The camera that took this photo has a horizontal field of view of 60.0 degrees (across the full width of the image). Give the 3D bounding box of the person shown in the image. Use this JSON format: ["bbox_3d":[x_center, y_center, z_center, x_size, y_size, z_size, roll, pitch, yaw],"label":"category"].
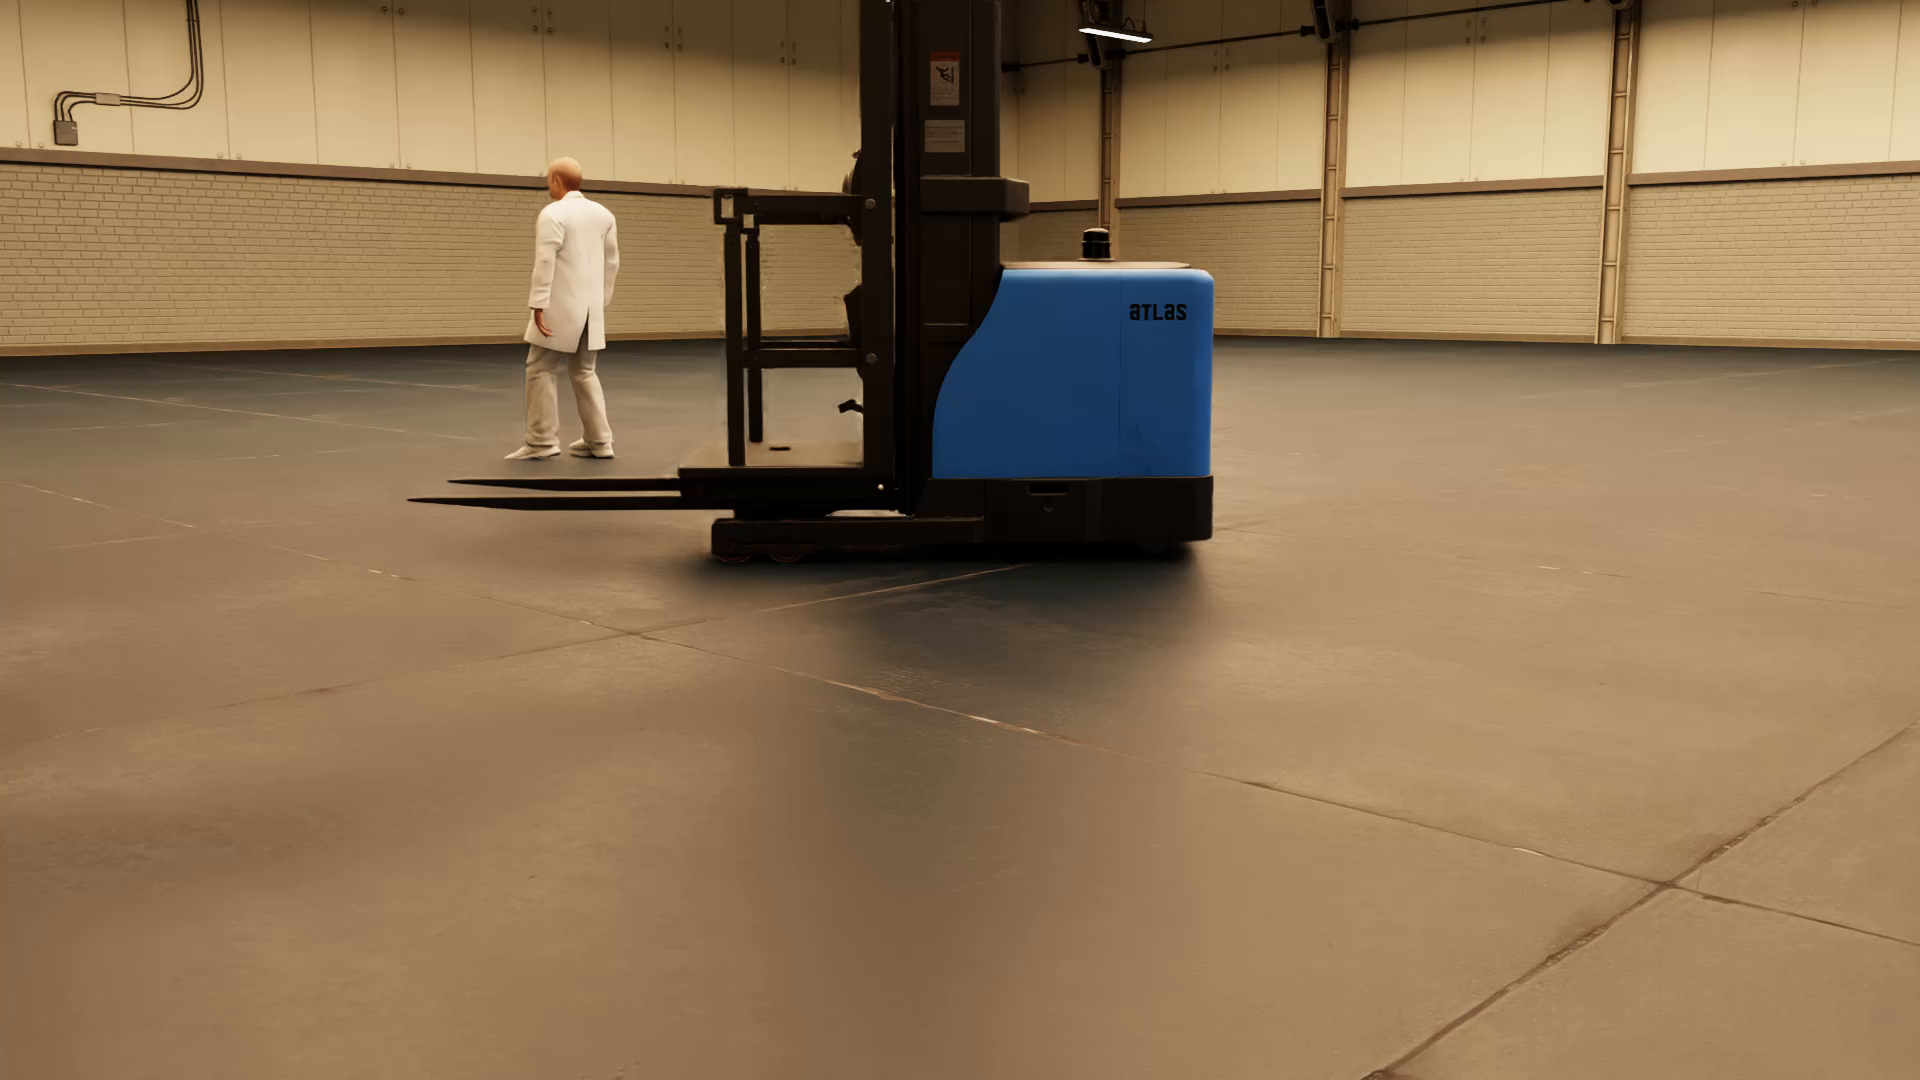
[{"bbox_3d":[-2.388,-1.362,9.966,0.540,1.812,0.680,6,10,34],"label":"person"}]

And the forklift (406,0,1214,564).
[{"bbox_3d":[-0.580,-1.442,6.449,3.031,2.935,1.130,0,9,-3],"label":"forklift"}]
